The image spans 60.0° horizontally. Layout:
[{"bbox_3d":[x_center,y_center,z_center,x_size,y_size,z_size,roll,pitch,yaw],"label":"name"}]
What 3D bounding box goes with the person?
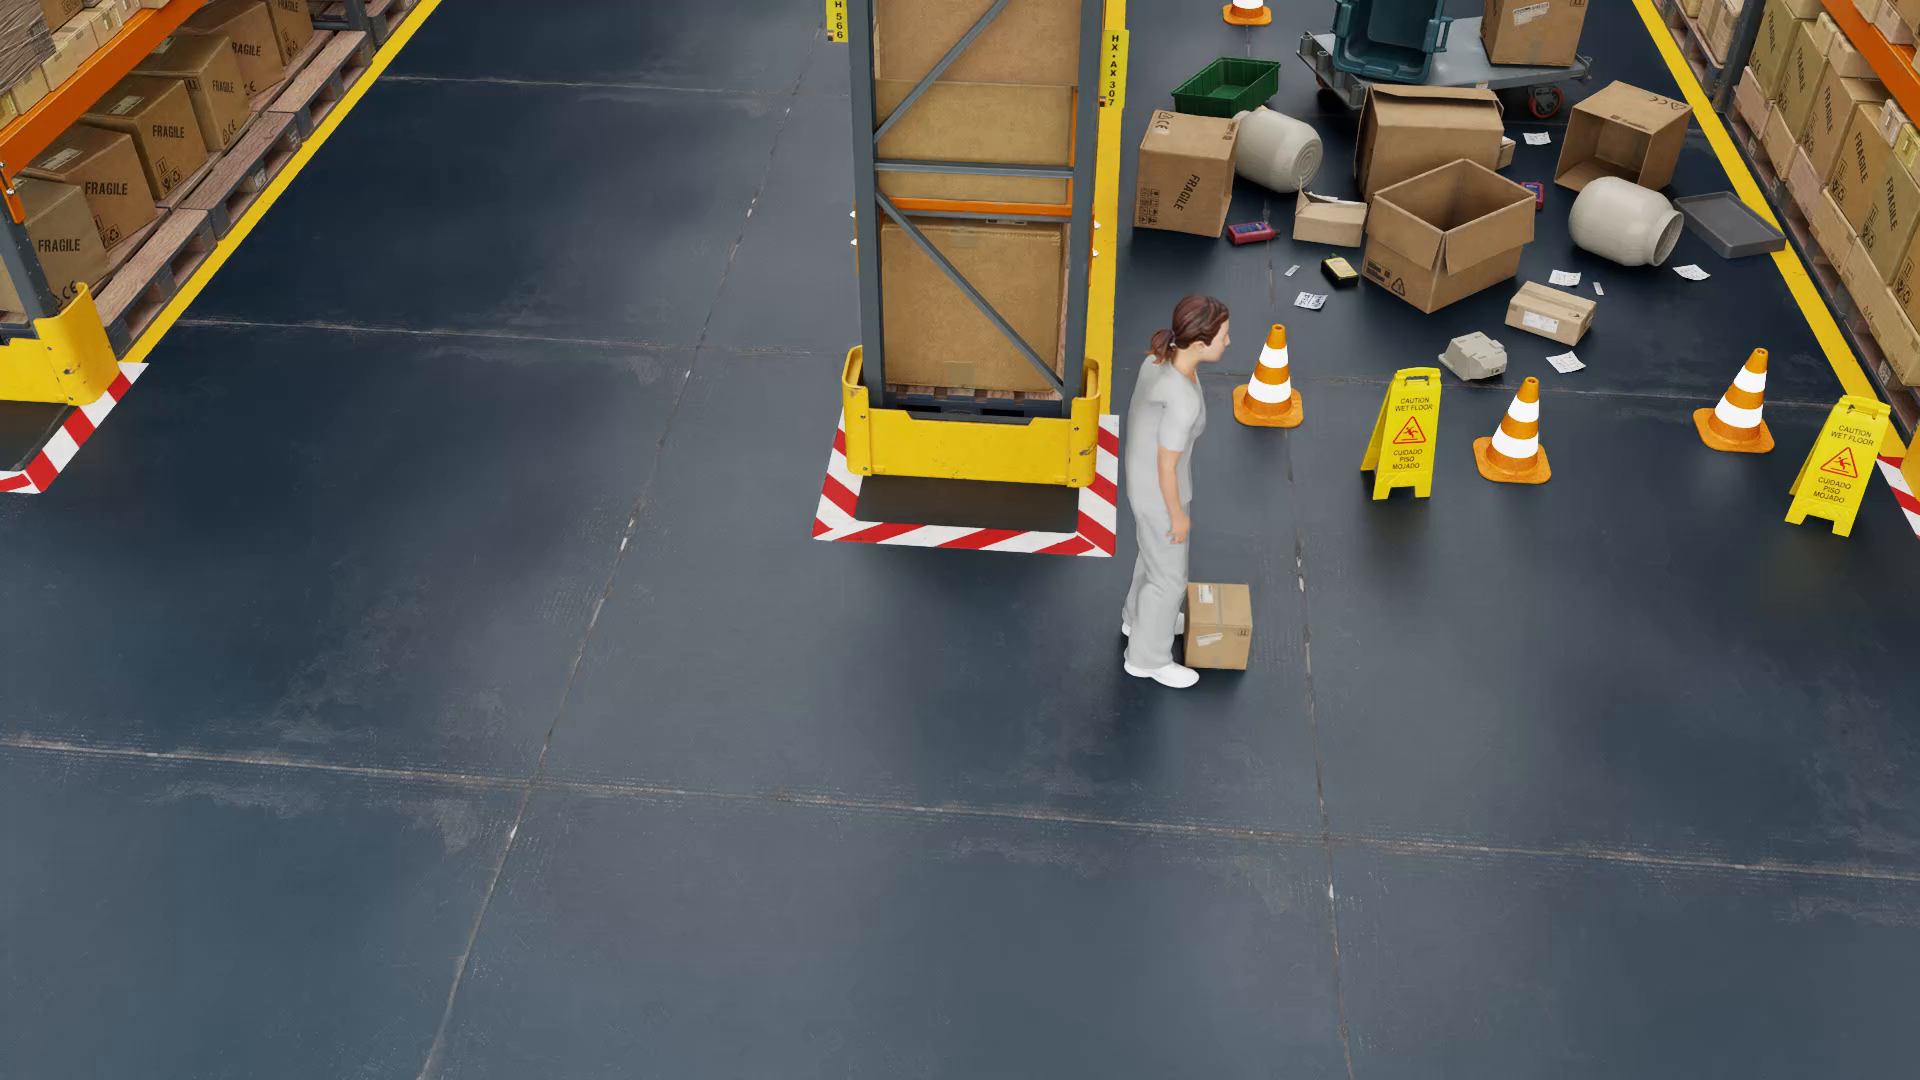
[{"bbox_3d":[0.805,-0.197,6.392,0.359,1.671,0.504,1,40,1],"label":"person"}]
